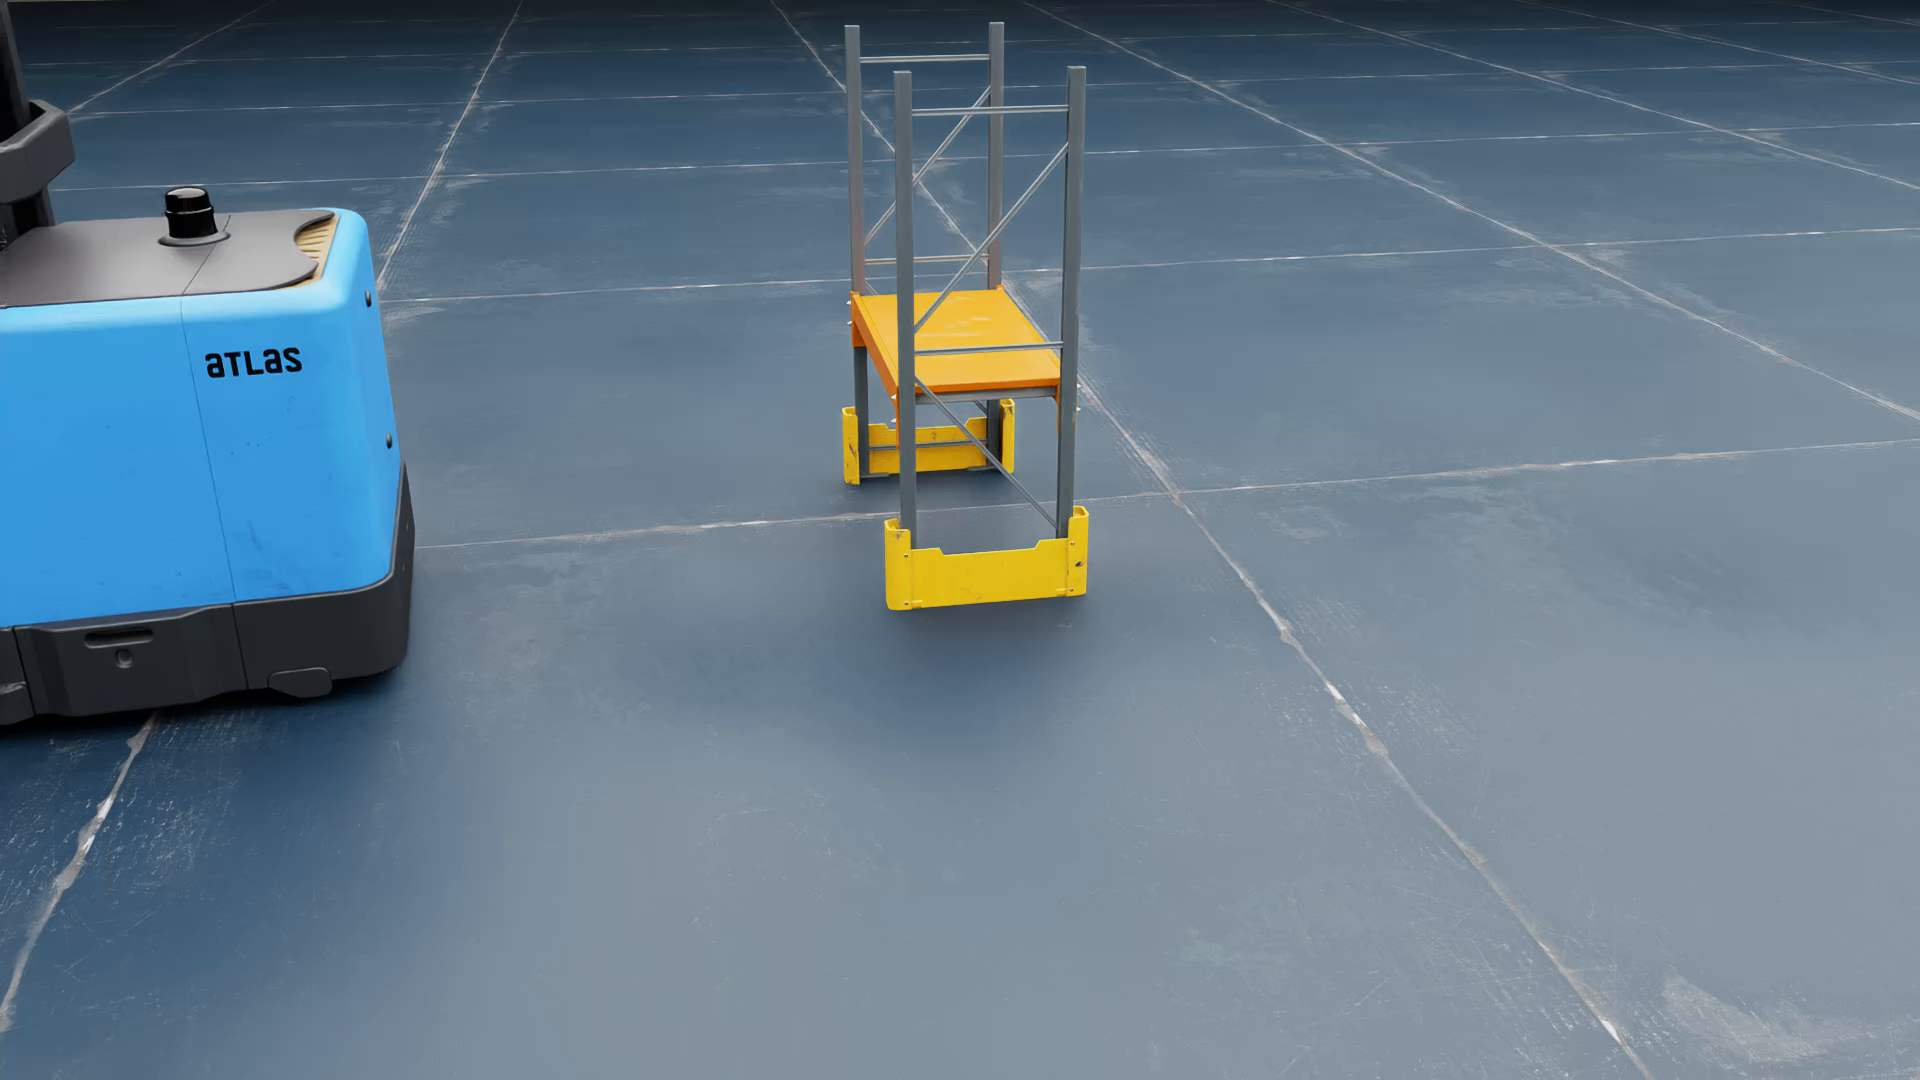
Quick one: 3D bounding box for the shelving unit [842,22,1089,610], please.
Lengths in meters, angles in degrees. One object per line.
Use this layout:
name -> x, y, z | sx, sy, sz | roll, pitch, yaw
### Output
shelving unit -> -0.014, -0.717, 5.018 | 0.587, 1.500, 1.083 | -4, 24, -10

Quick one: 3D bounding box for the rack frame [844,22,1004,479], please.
rack frame -> -0.110, -0.921, 5.484 | 0.500, 1.500, 0.032 | -4, 24, -10

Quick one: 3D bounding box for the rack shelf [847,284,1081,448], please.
rack shelf -> -0.016, -0.556, 5.099 | 0.538, 0.185, 1.000 | -4, 24, -10

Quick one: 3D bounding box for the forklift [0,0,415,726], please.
forklift -> -3.031, -0.981, 3.834 | 3.031, 2.935, 1.130 | -6, 24, -14

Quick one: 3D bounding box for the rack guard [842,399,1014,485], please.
rack guard -> -0.106, -0.340, 5.717 | 0.587, 0.250, 0.087 | -4, 24, -10

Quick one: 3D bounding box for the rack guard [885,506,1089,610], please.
rack guard -> 0.078, 0.051, 4.820 | 0.587, 0.250, 0.087 | -4, 24, -10

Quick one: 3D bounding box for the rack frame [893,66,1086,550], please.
rack frame -> 0.078, -0.521, 4.569 | 0.500, 1.500, 0.032 | -4, 24, -10
